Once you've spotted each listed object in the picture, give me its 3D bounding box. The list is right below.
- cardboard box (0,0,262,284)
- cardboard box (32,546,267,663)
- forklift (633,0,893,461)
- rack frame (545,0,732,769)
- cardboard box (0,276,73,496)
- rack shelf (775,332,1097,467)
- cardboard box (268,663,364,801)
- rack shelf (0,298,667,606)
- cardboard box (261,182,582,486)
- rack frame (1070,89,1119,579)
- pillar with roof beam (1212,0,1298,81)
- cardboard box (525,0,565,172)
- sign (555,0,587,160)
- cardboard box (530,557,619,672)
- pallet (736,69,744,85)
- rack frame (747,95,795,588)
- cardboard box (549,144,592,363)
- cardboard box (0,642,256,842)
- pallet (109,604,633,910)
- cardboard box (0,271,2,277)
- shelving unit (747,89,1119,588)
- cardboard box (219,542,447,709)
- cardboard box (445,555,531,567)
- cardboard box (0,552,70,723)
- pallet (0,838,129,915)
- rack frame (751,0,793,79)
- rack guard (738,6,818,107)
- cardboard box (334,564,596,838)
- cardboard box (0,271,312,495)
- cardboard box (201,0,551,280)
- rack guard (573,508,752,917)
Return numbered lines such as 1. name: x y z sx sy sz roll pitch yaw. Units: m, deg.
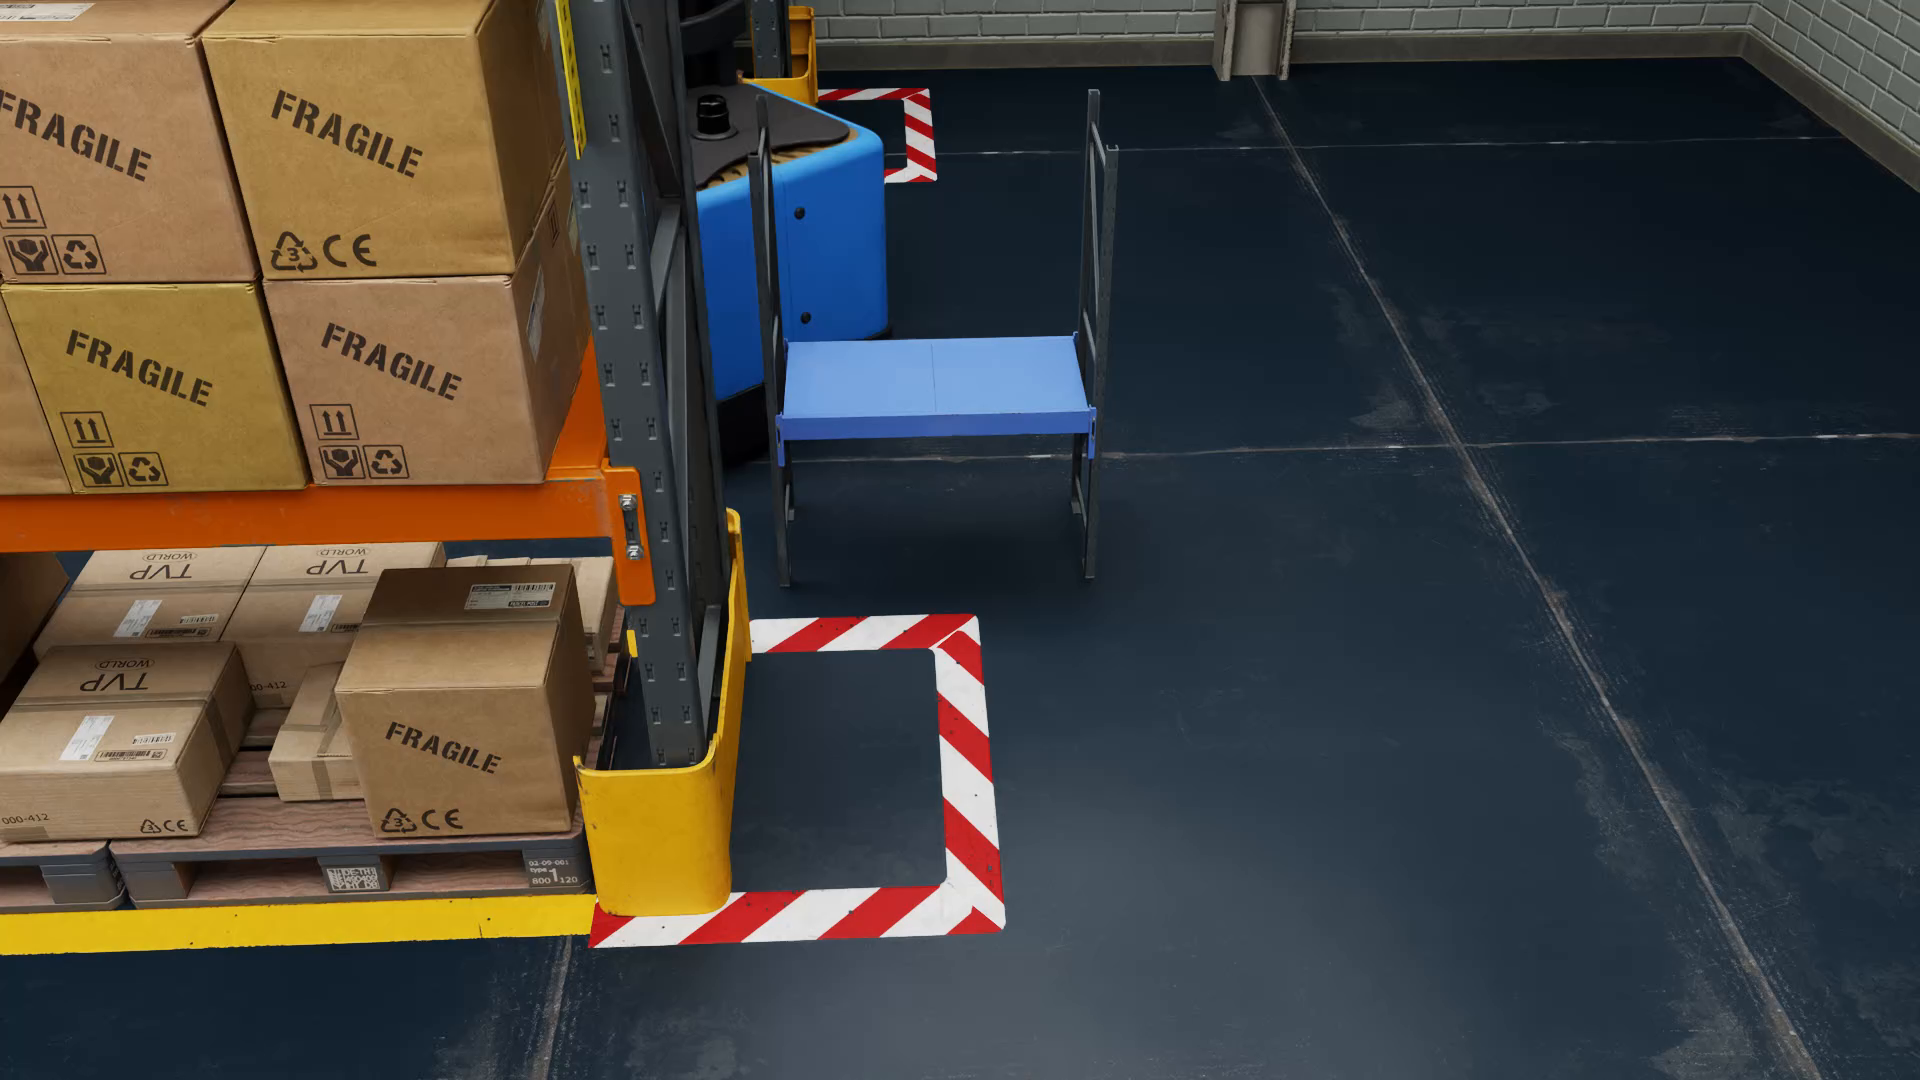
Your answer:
1. cardboard box: -1.665 -0.859 3.388 0.500 0.500 0.500 -1 35 -1
2. cardboard box: -2.284 0.241 4.795 0.500 0.250 0.500 -2 35 -2
3. forklift: -1.640 -2.200 6.354 1.130 2.935 3.031 -28 44 -35
4. rack frame: -0.729 -0.589 3.965 0.127 3.000 1.000 -2 35 -2
5. cardboard box: -2.180 -0.437 3.657 0.500 0.500 0.500 -1 35 -2
6. rack shelf: -0.085 -0.467 5.422 1.000 0.185 0.538 -2 35 -2
7. cardboard box: -1.669 0.510 4.481 0.250 0.166 0.380 -2 35 -2
8. rack shelf: -2.727 -0.239 4.092 4.000 0.370 1.077 -2 35 -2
9. cardboard box: -1.163 -0.463 3.695 0.500 0.500 0.500 -1 35 -1
10. rack frame: 0.423 -0.628 5.340 0.032 1.500 0.500 -2 35 -2
11. pillar with roof beam: 1.893 -3.989 3.606 0.400 9.000 9.100 -2 35 -2
12. cardboard box: -1.185 -1.179 3.851 0.500 0.500 0.500 -1 35 -1
13. sign: -0.723 -0.879 3.089 0.005 0.325 0.100 -2 35 -2
14. cardboard box: -1.163 0.219 4.917 0.250 0.149 0.380 -2 35 -2
15. pallet: -1.762 -2.192 8.732 1.213 0.211 1.003 -2 35 -2
16. rack frame: -0.593 -0.601 5.300 0.032 1.500 0.500 -2 35 -2
17. cardboard box: -1.185 -0.768 4.136 0.500 0.500 0.500 -1 35 -1
18. cardboard box: -2.211 0.524 4.386 0.500 0.250 0.500 -2 35 -2
19. pallet: -1.601 0.582 4.724 1.213 0.211 1.003 -2 35 -2
20. cardboard box: -2.183 -0.842 3.364 0.500 0.500 0.500 -1 35 -1
21. shelving unit: -0.085 -0.614 5.320 1.048 1.500 0.538 -2 35 -2
22. cardboard box: -1.785 0.228 4.815 0.500 0.250 0.500 -2 35 -2
23. cardboard box: -1.413 0.218 4.902 0.250 0.166 0.380 -2 35 -2
24. cardboard box: -2.848 0.311 4.472 0.637 0.503 0.797 -2 35 -2
25. pallet: -2.817 0.613 4.679 1.213 0.211 1.003 -2 35 -2
26. rack frame: -0.967 -3.405 8.034 0.127 3.000 1.000 -2 35 -2
27. rack guard: -0.943 -2.377 8.746 0.348 0.500 1.175 -2 35 -2
28. cardboard box: -1.260 0.413 4.328 0.500 0.500 0.500 -2 35 -2
29. cardboard box: -1.681 -0.447 3.672 0.500 0.500 0.500 -1 35 -2
30. cardboard box: -1.161 -0.873 3.409 0.500 0.500 0.500 -2 35 -3
31. rack guard: -0.805 0.441 4.673 0.348 0.500 1.175 -2 35 -2
